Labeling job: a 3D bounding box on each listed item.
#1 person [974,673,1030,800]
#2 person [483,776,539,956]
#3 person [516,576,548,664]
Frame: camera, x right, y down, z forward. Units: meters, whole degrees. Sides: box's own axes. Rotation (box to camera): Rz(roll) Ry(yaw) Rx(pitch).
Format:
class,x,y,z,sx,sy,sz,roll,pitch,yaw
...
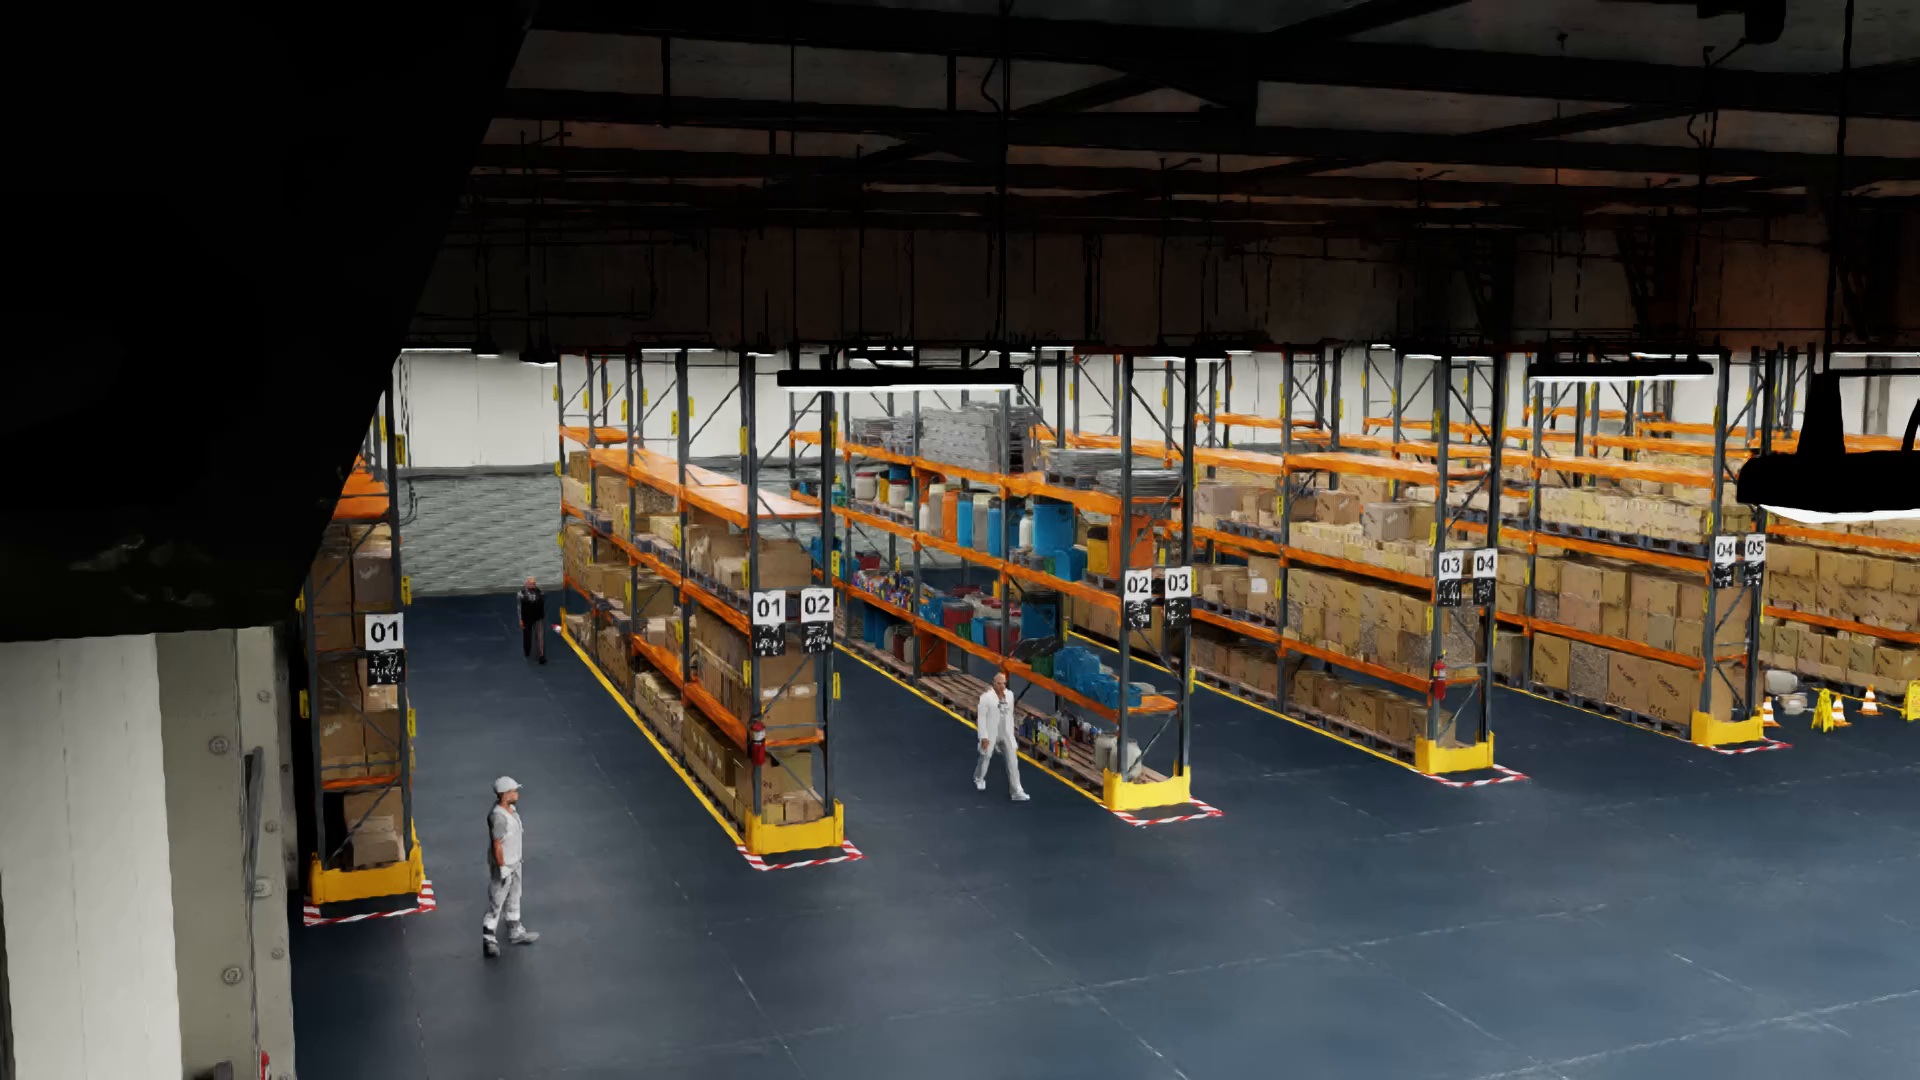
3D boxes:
class,x,y,z,sx,sy,sz,roll,pitch,yaw
person,0.512,2.623,22.477,0.601,1.698,1.196,-3,8,-23
person,-4.627,3.292,16.952,0.468,1.794,0.634,0,7,4
person,-8.144,1.495,31.606,0.542,1.648,1.115,-2,8,-19
